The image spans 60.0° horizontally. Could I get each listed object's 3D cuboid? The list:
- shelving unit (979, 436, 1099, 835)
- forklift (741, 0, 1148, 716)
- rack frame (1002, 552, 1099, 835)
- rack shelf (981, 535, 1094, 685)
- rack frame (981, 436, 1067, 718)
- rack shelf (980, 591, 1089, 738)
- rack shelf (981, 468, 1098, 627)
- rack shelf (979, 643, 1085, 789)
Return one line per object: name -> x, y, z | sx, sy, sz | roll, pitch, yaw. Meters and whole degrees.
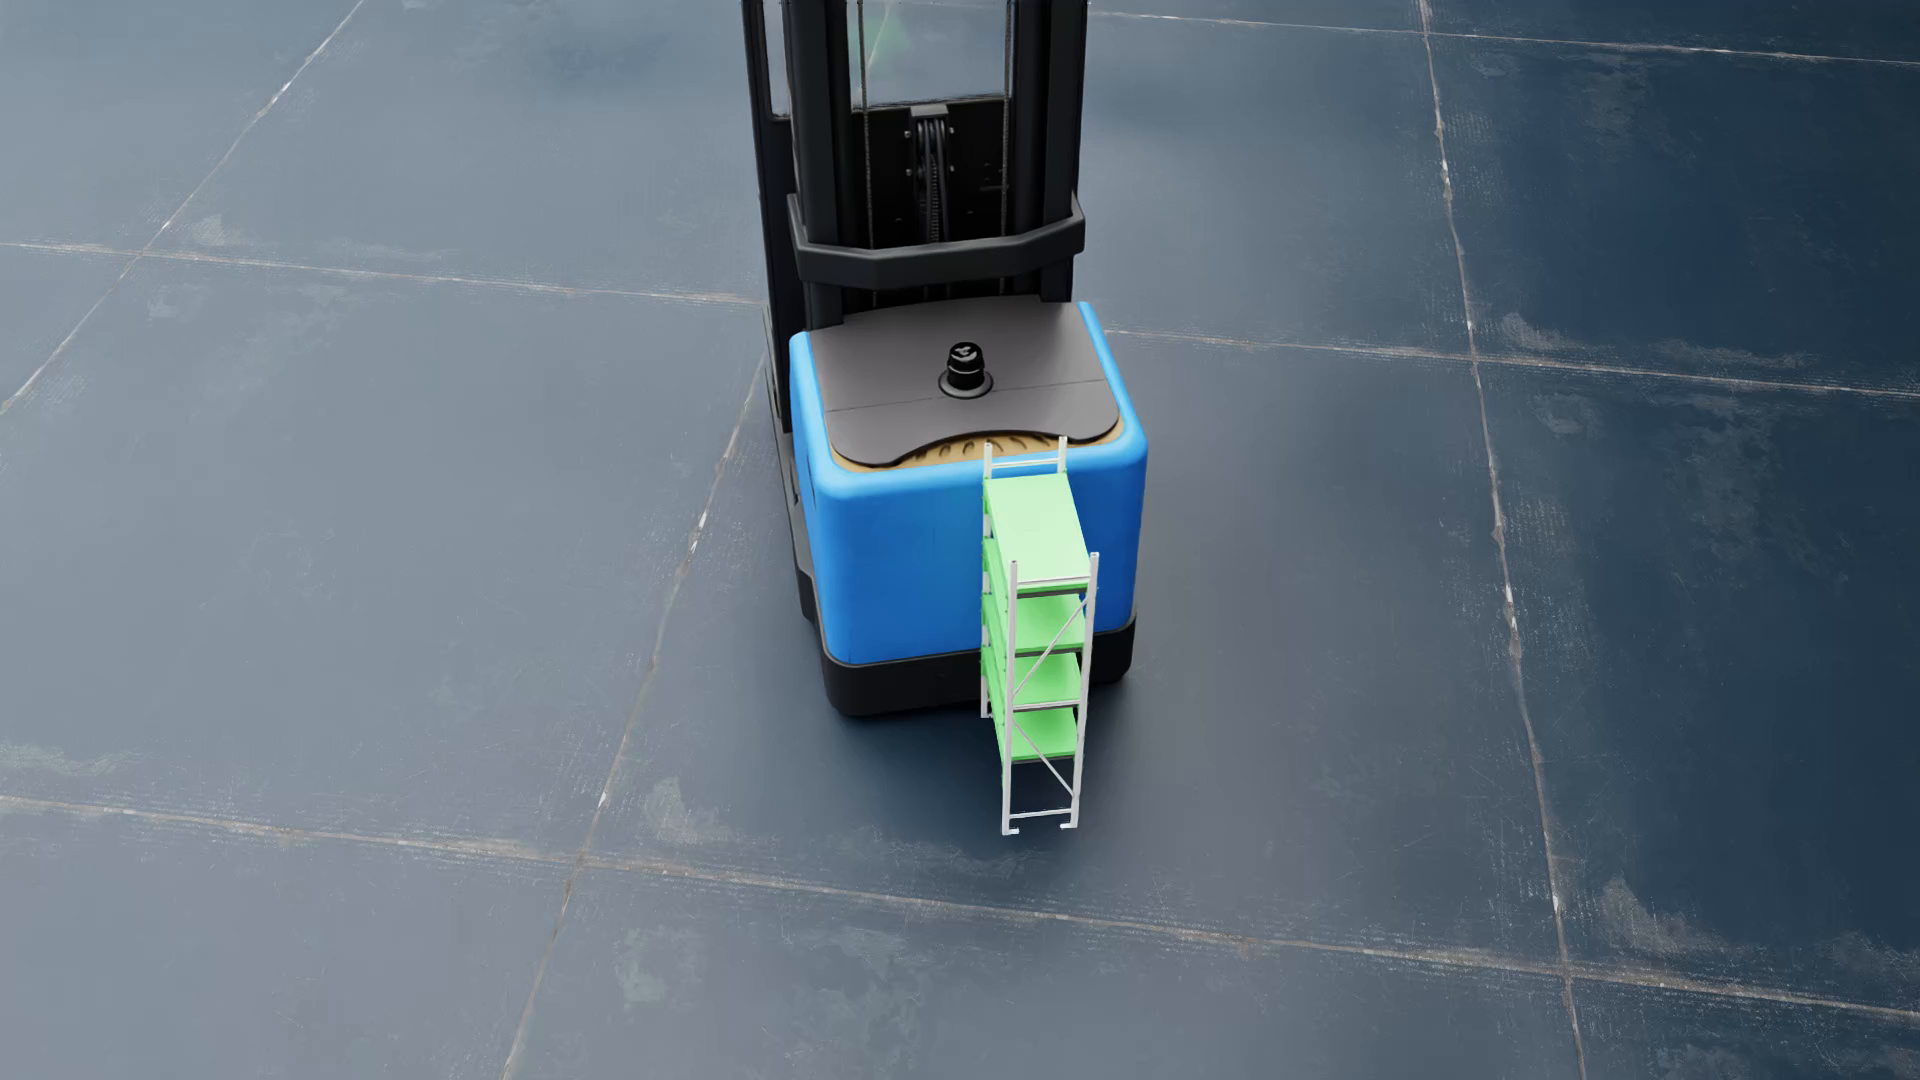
shelving unit -> 0.222, 0.317, 5.042 | 0.258, 1.200, 0.503 | -5, 44, -5
forklift -> -0.184, -1.505, 5.707 | 1.130, 2.935, 3.031 | -7, 44, -8
rack frame -> 0.253, 0.484, 4.866 | 0.240, 1.200, 0.015 | -5, 44, -5
rack shelf -> 0.222, 0.190, 4.921 | 0.258, 0.148, 0.480 | -5, 44, -5
rack frame -> 0.190, 0.151, 5.218 | 0.240, 1.200, 0.015 | -5, 44, -5
rack shelf -> 0.222, 0.364, 5.086 | 0.258, 0.148, 0.480 | -5, 44, -5
rack shelf -> 0.222, 0.015, 4.756 | 0.258, 0.148, 0.480 | -5, 44, -5
rack shelf -> 0.222, 0.538, 5.251 | 0.258, 0.148, 0.480 | -5, 44, -5
